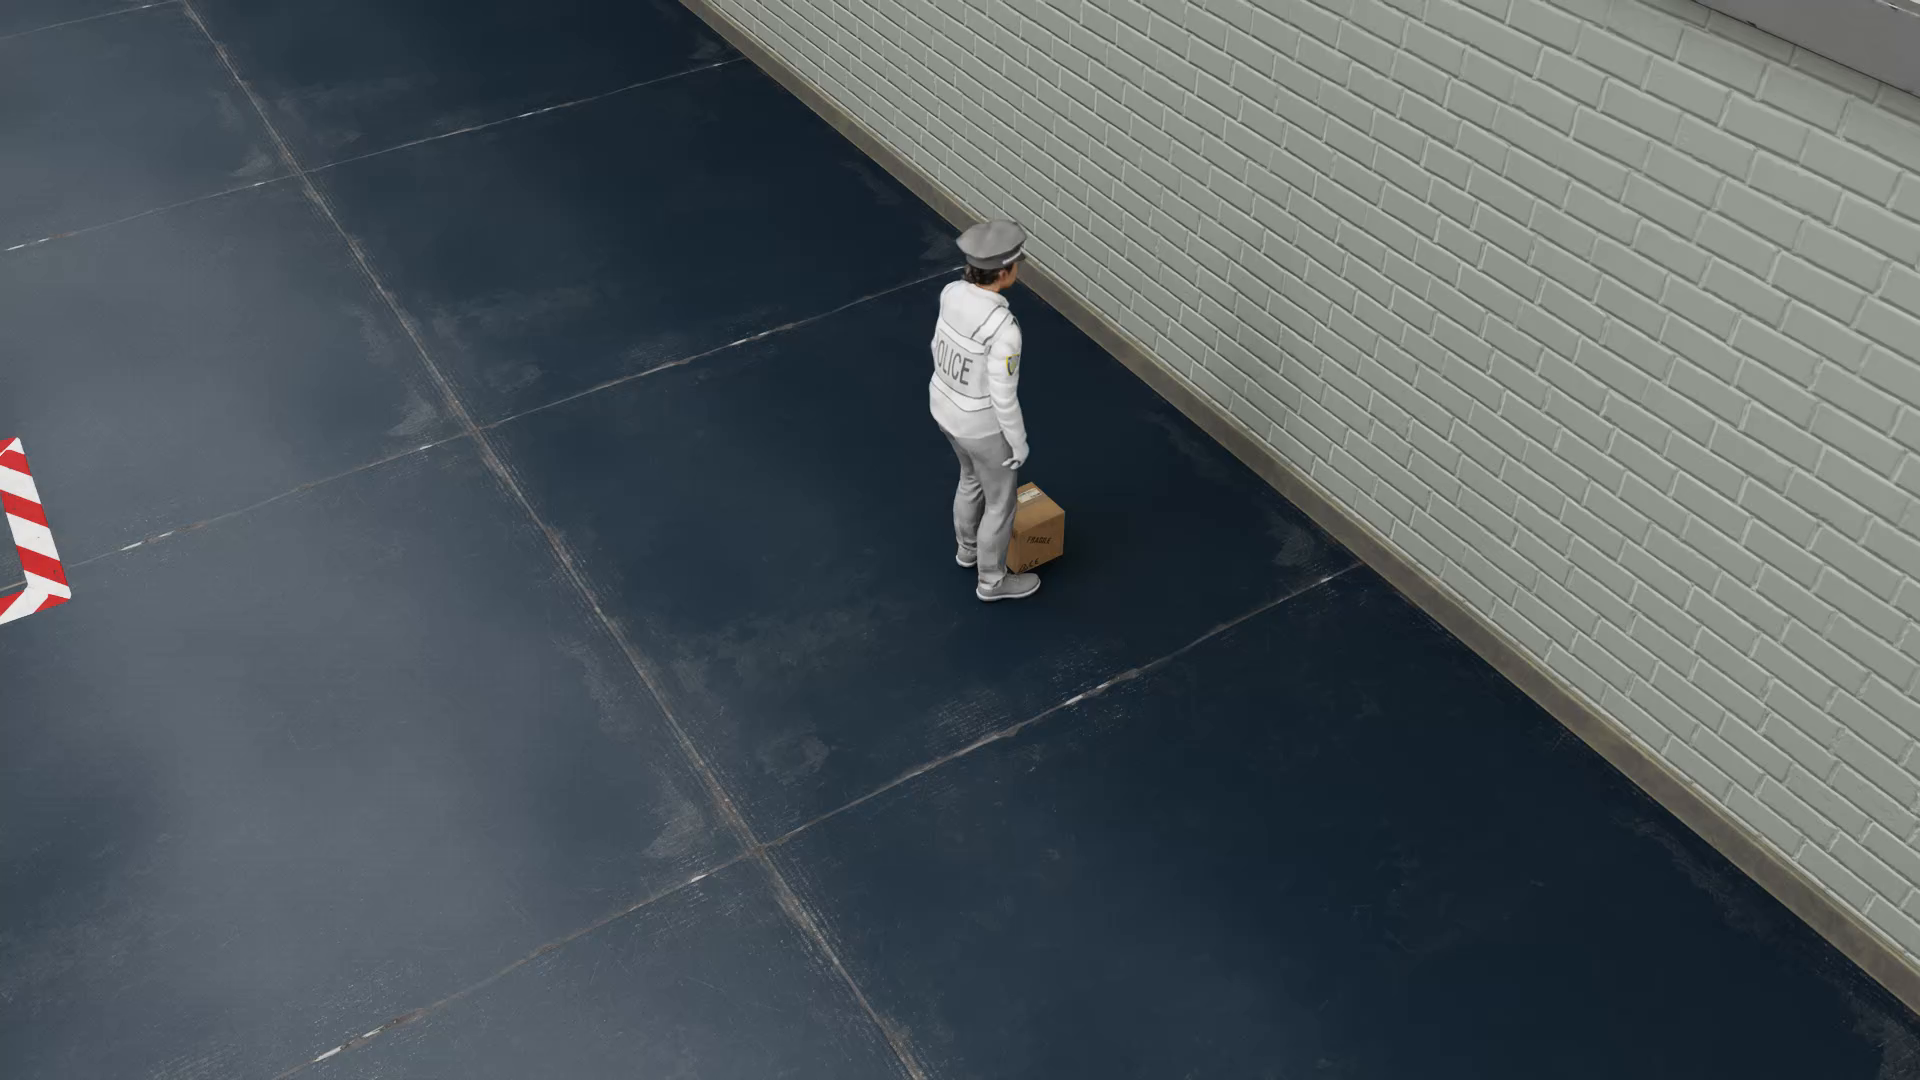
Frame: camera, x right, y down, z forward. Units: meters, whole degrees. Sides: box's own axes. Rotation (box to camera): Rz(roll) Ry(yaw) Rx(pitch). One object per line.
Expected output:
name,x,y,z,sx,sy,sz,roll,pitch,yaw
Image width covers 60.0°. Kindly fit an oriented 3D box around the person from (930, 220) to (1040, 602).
person,0.100,-0.501,6.731,0.404,1.663,0.530,-23,46,-24
